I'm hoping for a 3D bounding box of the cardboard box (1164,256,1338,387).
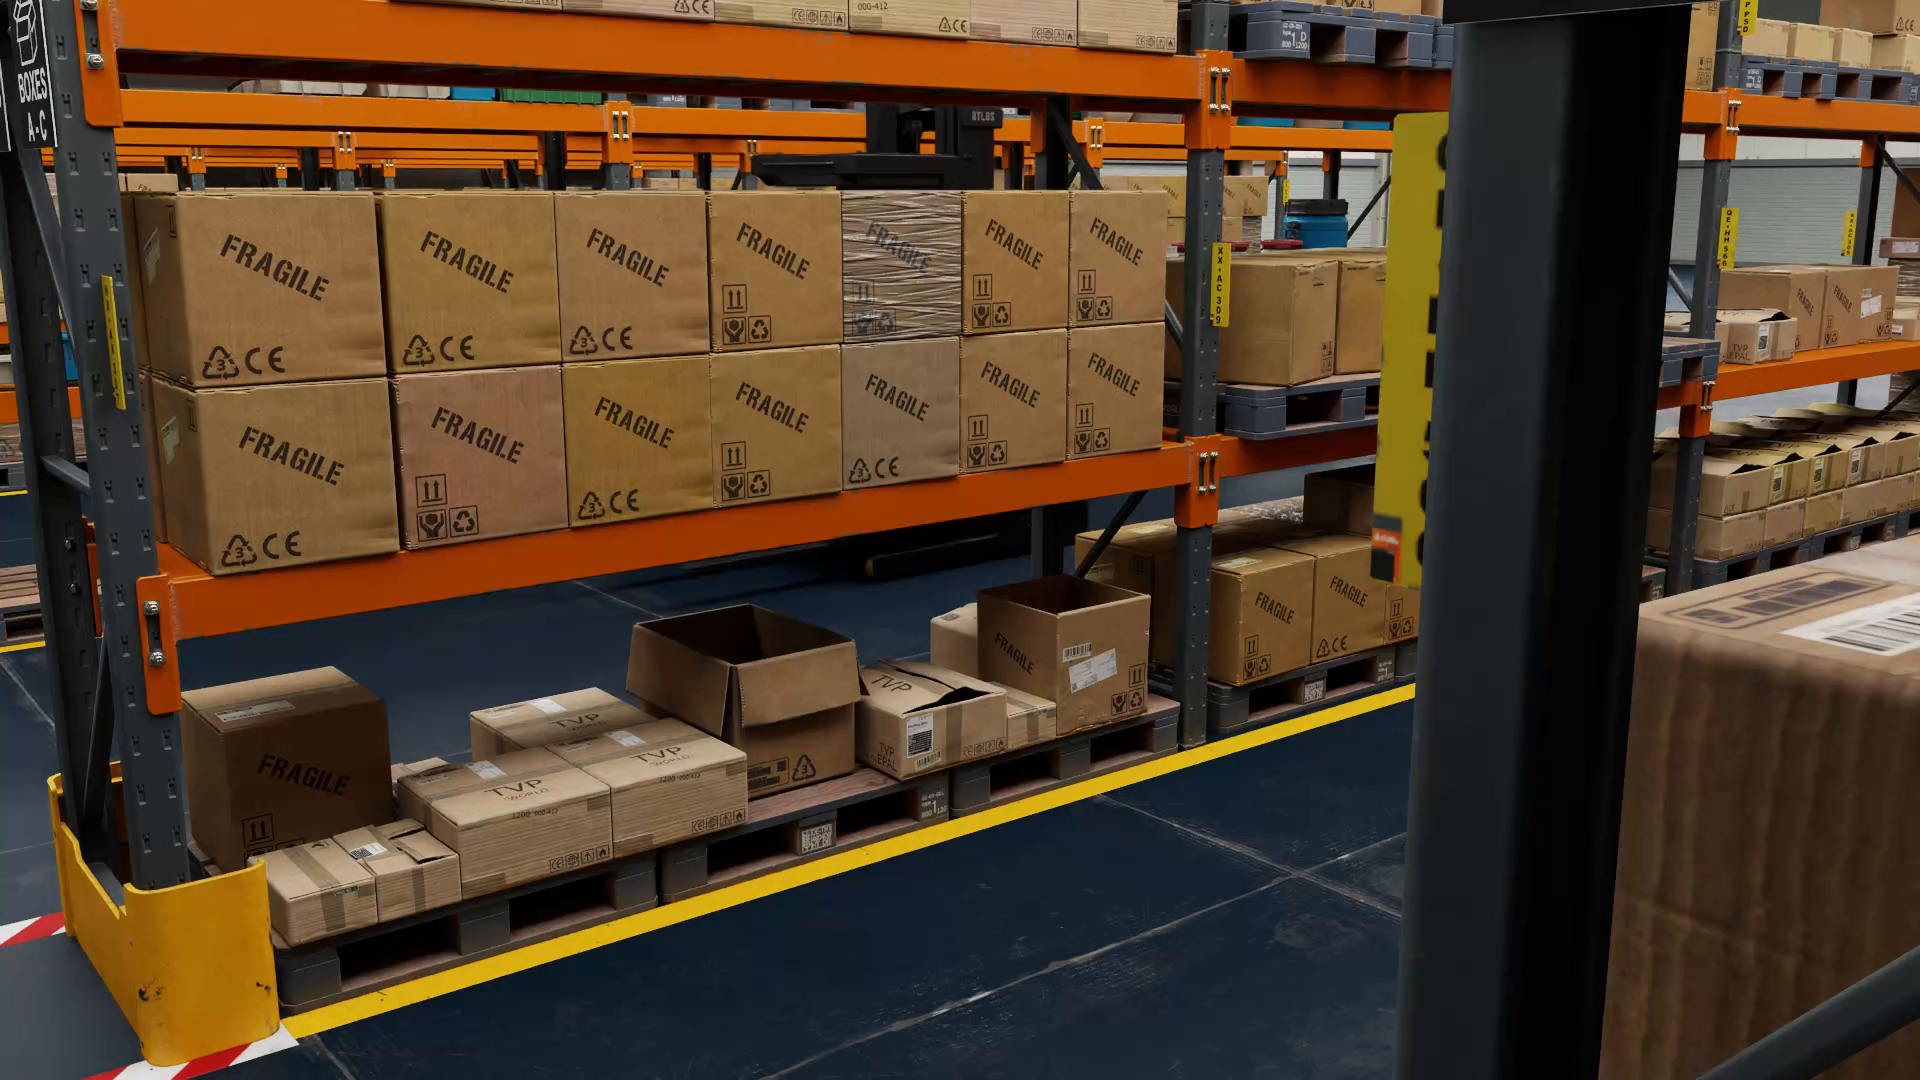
[{"bbox_3d":[1.192,-0.952,7.140,0.700,0.500,0.500,7,14,31],"label":"cardboard box"}]

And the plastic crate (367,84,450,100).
[{"bbox_3d":[-3.164,-2.588,9.509,0.466,0.136,0.293,-9,15,-38],"label":"plastic crate"}]

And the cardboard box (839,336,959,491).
[{"bbox_3d":[-0.349,-0.481,5.932,0.500,0.500,0.500,-9,15,-36],"label":"cardboard box"}]

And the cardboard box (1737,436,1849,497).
[{"bbox_3d":[5.203,-0.482,10.437,0.500,0.311,0.500,-10,16,-39],"label":"cardboard box"}]

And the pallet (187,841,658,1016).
[{"bbox_3d":[-1.760,1.097,5.455,1.213,0.211,1.003,-9,15,-38],"label":"pallet"}]

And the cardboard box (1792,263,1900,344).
[{"bbox_3d":[5.908,-1.594,11.175,0.500,0.500,0.500,-8,14,-34],"label":"cardboard box"}]

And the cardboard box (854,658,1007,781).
[{"bbox_3d":[-0.171,0.645,6.286,0.500,0.311,0.500,-9,15,-38],"label":"cardboard box"}]

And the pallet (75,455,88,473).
[{"bbox_3d":[-7.099,-0.671,13.780,1.213,0.211,1.003,-9,15,-38],"label":"pallet"}]

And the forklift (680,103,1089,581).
[{"bbox_3d":[-0.594,-1.308,10.233,3.031,2.935,1.130,-10,16,-39],"label":"forklift"}]

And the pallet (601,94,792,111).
[{"bbox_3d":[-1.858,-2.969,11.123,1.003,0.211,1.213,-9,15,-38],"label":"pallet"}]

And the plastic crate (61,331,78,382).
[{"bbox_3d":[-4.620,-0.969,8.730,0.300,0.233,0.416,-9,15,-38],"label":"plastic crate"}]

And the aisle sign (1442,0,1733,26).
[{"bbox_3d":[0.413,-0.662,0.765,0.004,0.787,0.394,-9,15,-38],"label":"aisle sign"}]

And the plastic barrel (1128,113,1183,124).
[{"bbox_3d":[1.491,-3.780,13.278,0.600,0.901,0.600,0,12,0],"label":"plastic barrel"}]

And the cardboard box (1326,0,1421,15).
[{"bbox_3d":[1.629,-2.587,7.377,0.600,0.600,0.600,-10,15,-38],"label":"cardboard box"}]

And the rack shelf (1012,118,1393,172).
[{"bbox_3d":[2.276,-3.371,14.291,4.000,0.370,1.077,-9,15,-38],"label":"rack shelf"}]

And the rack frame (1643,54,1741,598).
[{"bbox_3d":[3.806,-1.192,9.520,0.127,3.000,1.000,-9,15,-38],"label":"rack frame"}]

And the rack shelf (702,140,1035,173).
[{"bbox_3d":[-0.818,-4.174,18.074,4.000,0.370,1.077,-9,15,-38],"label":"rack shelf"}]

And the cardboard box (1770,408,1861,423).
[{"bbox_3d":[6.057,-0.768,11.784,0.500,0.311,0.500,-10,15,-38],"label":"cardboard box"}]

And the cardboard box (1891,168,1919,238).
[{"bbox_3d":[7.272,-2.453,12.095,0.500,0.500,0.700,-9,15,-37],"label":"cardboard box"}]

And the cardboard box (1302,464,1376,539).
[{"bbox_3d":[1.993,-0.185,7.932,0.500,0.250,0.500,-9,15,-38],"label":"cardboard box"}]

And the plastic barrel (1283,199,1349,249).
[{"bbox_3d":[3.347,-2.759,15.693,0.708,0.901,0.600,-9,15,-38],"label":"plastic barrel"}]

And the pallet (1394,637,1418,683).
[{"bbox_3d":[2.247,0.420,8.641,1.213,0.211,1.003,-9,15,-38],"label":"pallet"}]

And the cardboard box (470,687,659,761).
[{"bbox_3d":[-1.410,0.747,5.949,0.500,0.250,0.500,-9,15,-38],"label":"cardboard box"}]

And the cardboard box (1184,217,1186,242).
[{"bbox_3d":[2.688,-3.822,20.951,0.500,0.500,0.875,-9,15,-38],"label":"cardboard box"}]

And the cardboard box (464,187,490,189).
[{"bbox_3d":[-7.469,-5.382,25.721,0.250,0.149,0.380,-10,16,-40],"label":"cardboard box"}]

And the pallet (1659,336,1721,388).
[{"bbox_3d":[3.320,-0.999,9.072,1.003,0.211,1.213,-9,15,-38],"label":"pallet"}]

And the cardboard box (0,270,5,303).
[{"bbox_3d":[-7.287,-1.985,12.899,0.500,0.250,0.500,-10,16,-40],"label":"cardboard box"}]

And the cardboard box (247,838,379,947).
[{"bbox_3d":[-1.899,1.027,4.875,0.250,0.149,0.380,-9,15,-38],"label":"cardboard box"}]

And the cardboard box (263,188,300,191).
[{"bbox_3d":[-9.598,-4.704,23.410,0.500,0.500,0.500,-9,15,-38],"label":"cardboard box"}]

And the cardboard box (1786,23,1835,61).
[{"bbox_3d":[4.977,-3.003,10.176,0.500,0.250,0.500,-10,15,-39],"label":"cardboard box"}]

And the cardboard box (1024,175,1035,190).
[{"bbox_3d":[0.923,-4.105,19.873,0.500,0.500,0.500,-9,15,-38],"label":"cardboard box"}]

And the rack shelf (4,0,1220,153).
[{"bbox_3d":[-0.879,-1.529,5.617,4.000,0.370,1.077,-9,15,-38],"label":"rack shelf"}]

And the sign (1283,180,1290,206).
[{"bbox_3d":[4.198,-4.465,21.388,0.005,0.325,0.100,-9,15,-38],"label":"sign"}]

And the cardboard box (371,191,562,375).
[{"bbox_3d":[-1.526,-0.776,4.912,0.500,0.500,0.500,-9,15,-37],"label":"cardboard box"}]

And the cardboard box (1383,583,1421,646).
[{"bbox_3d":[2.017,0.177,8.033,0.500,0.500,0.500,-9,15,-37],"label":"cardboard box"}]

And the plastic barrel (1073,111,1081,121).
[{"bbox_3d":[0.875,-3.427,13.200,0.294,0.245,0.294,0,12,0],"label":"plastic barrel"}]

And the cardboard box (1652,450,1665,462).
[{"bbox_3d":[4.061,-0.434,10.212,0.500,0.311,0.500,-9,15,-36],"label":"cardboard box"}]

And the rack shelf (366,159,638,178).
[{"bbox_3d":[-7.009,-5.781,25.644,4.000,0.370,1.077,-9,15,-38],"label":"rack shelf"}]

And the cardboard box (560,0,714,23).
[{"bbox_3d":[-1.093,-1.701,5.057,0.500,0.250,0.500,-9,15,-38],"label":"cardboard box"}]

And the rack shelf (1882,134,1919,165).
[{"bbox_3d":[8.491,-3.086,12.950,4.000,0.370,1.077,-9,15,-38],"label":"rack shelf"}]

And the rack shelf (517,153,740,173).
[{"bbox_3d":[-3.838,-4.992,21.925,4.000,0.370,1.077,-9,15,-38],"label":"rack shelf"}]

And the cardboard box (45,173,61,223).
[{"bbox_3d":[-9.530,-3.544,17.234,0.500,0.500,0.500,-9,15,-36],"label":"cardboard box"}]

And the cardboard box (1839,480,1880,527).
[{"bbox_3d":[5.593,-0.273,10.801,0.500,0.250,0.500,-9,15,-37],"label":"cardboard box"}]

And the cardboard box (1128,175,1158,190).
[{"bbox_3d":[2.034,-4.149,20.081,0.500,0.500,0.500,-9,15,-38],"label":"cardboard box"}]

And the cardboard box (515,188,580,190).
[{"bbox_3d":[-3.991,-3.074,15.729,0.637,0.503,0.797,-9,15,-36],"label":"cardboard box"}]

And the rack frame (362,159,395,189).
[{"bbox_3d":[-8.571,-4.406,24.658,0.127,3.000,1.000,-9,15,-38],"label":"rack frame"}]

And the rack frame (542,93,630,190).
[{"bbox_3d":[-2.409,-1.477,10.861,0.127,3.000,1.000,-9,15,-38],"label":"rack frame"}]

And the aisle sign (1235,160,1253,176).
[{"bbox_3d":[3.728,-5.165,21.975,0.004,0.787,0.394,-9,15,-38],"label":"aisle sign"}]

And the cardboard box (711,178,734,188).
[{"bbox_3d":[-4.147,-5.754,27.643,0.500,0.500,0.700,-10,15,-39],"label":"cardboard box"}]

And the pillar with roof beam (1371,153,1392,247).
[{"bbox_3d":[14.896,-11.655,44.354,0.548,9.000,9.100,-9,15,-38],"label":"pillar with roof beam"}]

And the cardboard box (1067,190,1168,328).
[{"bbox_3d":[0.449,-1.103,6.455,0.500,0.500,0.500,-9,15,-37],"label":"cardboard box"}]

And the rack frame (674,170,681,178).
[{"bbox_3d":[-5.428,-6.249,33.336,0.127,3.000,1.000,-9,15,-38],"label":"rack frame"}]
